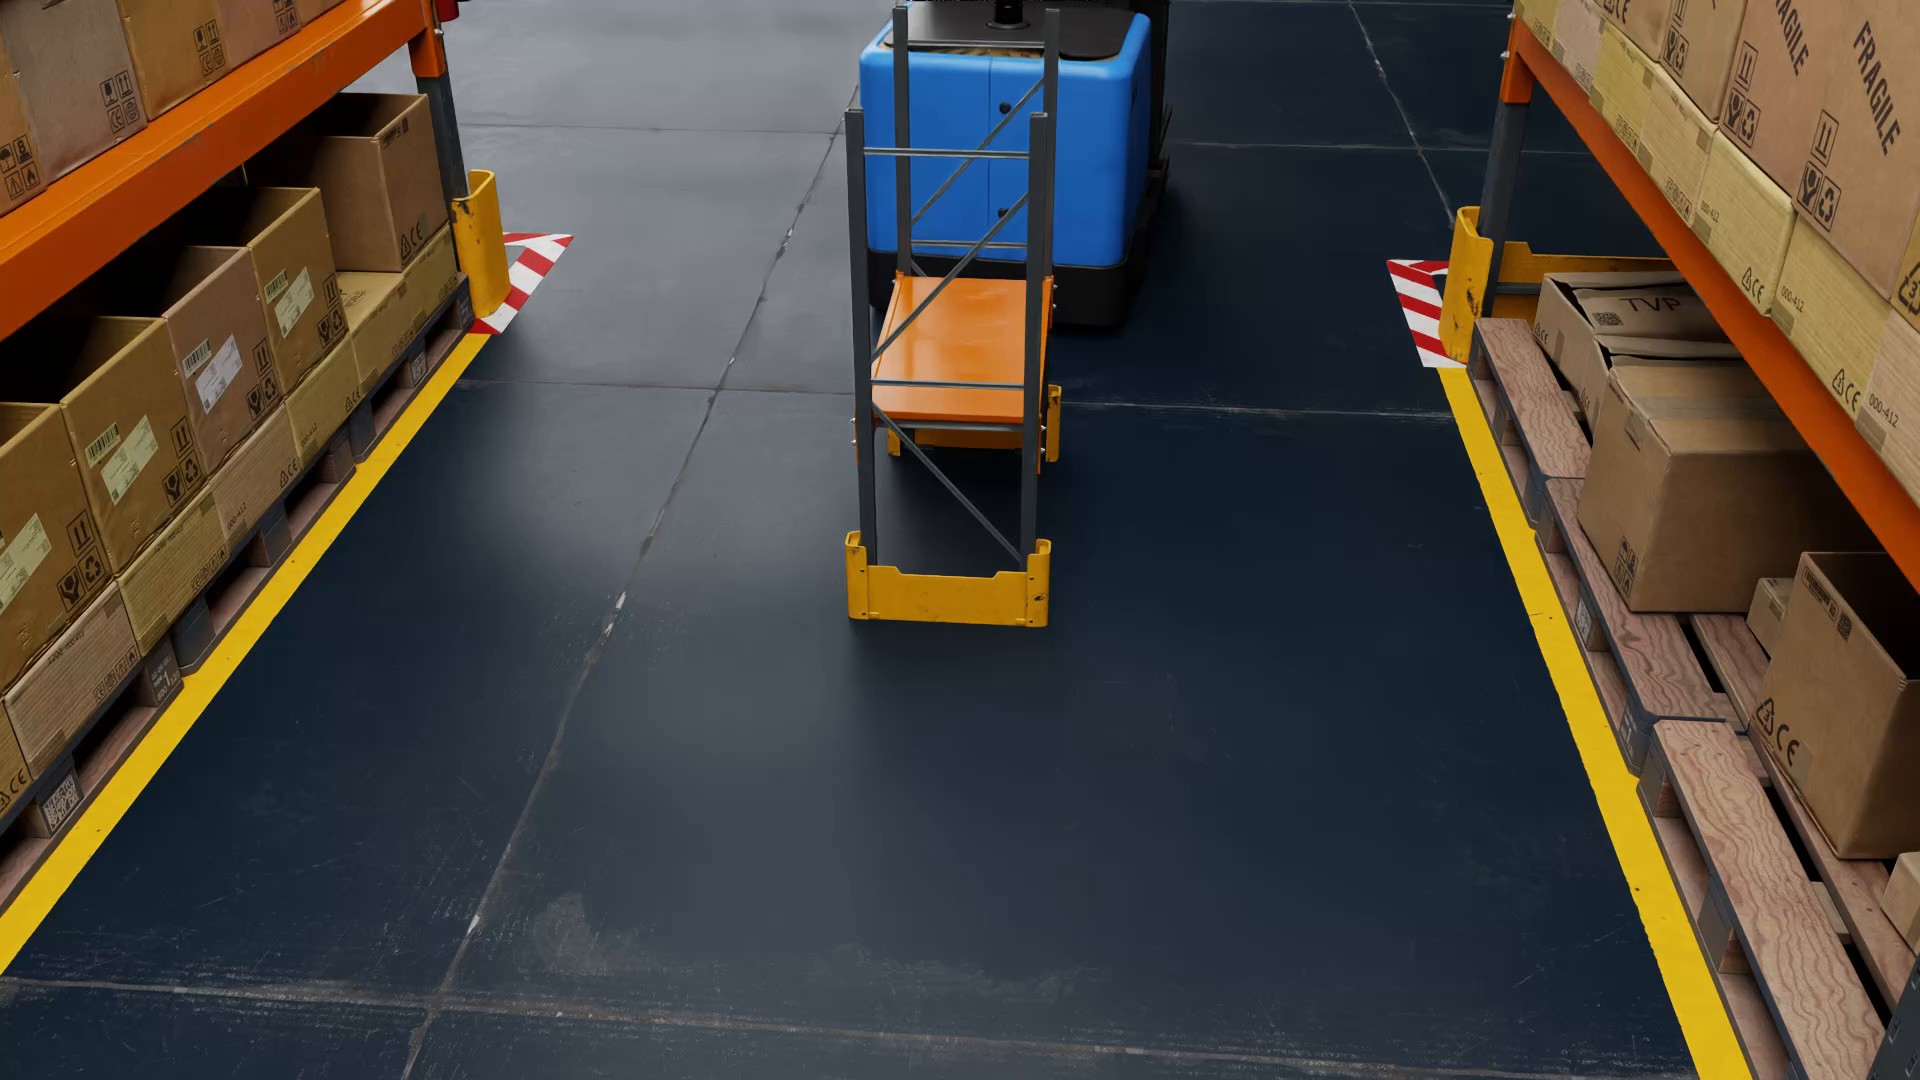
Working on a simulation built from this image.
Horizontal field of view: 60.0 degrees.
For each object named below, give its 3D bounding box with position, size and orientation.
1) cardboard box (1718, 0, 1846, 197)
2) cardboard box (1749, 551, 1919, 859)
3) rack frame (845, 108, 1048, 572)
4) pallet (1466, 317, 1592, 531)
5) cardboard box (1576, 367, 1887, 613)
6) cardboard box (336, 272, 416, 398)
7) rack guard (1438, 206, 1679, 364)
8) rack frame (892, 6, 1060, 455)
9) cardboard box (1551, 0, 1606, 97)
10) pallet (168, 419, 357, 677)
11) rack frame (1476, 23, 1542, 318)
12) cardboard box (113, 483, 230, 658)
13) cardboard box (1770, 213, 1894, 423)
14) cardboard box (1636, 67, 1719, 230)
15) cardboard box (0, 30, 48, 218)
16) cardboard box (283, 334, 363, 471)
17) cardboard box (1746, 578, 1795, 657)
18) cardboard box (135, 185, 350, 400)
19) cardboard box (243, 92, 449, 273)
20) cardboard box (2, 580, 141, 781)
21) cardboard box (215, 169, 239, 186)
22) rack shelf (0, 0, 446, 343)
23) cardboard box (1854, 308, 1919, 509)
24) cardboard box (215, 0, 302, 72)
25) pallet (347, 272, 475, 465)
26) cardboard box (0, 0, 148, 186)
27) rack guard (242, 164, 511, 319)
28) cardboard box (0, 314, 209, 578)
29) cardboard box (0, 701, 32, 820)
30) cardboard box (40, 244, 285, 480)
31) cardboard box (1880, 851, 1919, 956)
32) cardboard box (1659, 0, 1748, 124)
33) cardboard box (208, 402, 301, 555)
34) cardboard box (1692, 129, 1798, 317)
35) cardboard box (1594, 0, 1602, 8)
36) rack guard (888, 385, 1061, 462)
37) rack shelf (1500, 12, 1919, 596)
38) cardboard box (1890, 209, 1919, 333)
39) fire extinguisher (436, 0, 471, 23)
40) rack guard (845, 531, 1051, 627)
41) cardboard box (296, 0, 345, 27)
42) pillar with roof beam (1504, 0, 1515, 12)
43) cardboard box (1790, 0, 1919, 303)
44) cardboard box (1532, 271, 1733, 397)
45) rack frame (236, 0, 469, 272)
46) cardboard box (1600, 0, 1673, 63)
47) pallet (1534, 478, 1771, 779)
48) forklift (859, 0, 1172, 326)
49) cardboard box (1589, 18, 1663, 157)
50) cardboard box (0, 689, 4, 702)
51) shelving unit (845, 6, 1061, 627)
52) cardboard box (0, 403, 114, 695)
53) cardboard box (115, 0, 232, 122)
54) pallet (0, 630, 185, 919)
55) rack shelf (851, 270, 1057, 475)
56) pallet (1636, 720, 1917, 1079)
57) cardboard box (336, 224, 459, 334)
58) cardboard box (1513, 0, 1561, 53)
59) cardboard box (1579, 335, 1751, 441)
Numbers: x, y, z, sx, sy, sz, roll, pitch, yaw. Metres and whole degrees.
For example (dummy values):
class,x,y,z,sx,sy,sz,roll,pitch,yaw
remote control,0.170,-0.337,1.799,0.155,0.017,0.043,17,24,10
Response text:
class,x,y,z,sx,sy,sz,roll,pitch,yaw
cardboard box,1.964,-1.014,3.446,0.500,0.500,0.500,2,32,3
cardboard box,2.192,0.367,3.759,0.500,0.500,0.500,0,32,0
rack frame,-0.034,-0.417,4.498,0.500,1.500,0.032,2,32,4
pallet,2.366,-0.407,5.710,1.003,0.211,1.213,2,32,4
cardboard box,2.171,-0.143,4.586,0.700,0.500,0.500,1,32,1
cardboard box,-2.242,-0.720,5.780,0.500,0.250,0.500,2,32,4
rack guard,2.467,-0.954,6.321,1.175,0.500,0.348,2,32,4
rack frame,0.048,-0.949,5.360,0.500,1.500,0.032,2,32,4
cardboard box,2.089,-1.488,4.930,0.500,0.250,0.500,2,32,2
pallet,-2.587,-0.042,5.117,1.003,0.211,1.213,2,32,4
rack frame,2.473,-2.058,5.730,1.000,3.000,0.127,2,32,4
cardboard box,-2.358,0.064,4.507,0.500,0.250,0.500,2,32,4
cardboard box,1.933,-0.431,3.215,0.500,0.250,0.500,3,32,4
cardboard box,1.998,-0.958,4.069,0.500,0.250,0.500,3,32,4
cardboard box,-2.679,-0.989,3.900,0.700,0.500,0.500,3,32,5
cardboard box,-2.281,-0.459,5.356,0.500,0.250,0.500,2,32,4
cardboard box,2.298,0.225,4.324,0.380,0.149,0.250,0,32,0
cardboard box,-2.278,-0.778,5.159,0.500,0.500,0.500,2,32,4
cardboard box,-2.211,-1.301,6.009,0.500,0.500,0.500,2,32,4
cardboard box,-2.404,0.325,4.083,0.500,0.250,0.500,2,32,4
cardboard box,-2.769,-1.062,5.620,0.500,0.500,0.500,2,32,4
rack shelf,-2.627,-0.915,4.562,1.077,0.370,4.000,2,32,4
cardboard box,1.884,-0.171,2.793,0.500,0.250,0.500,3,32,4
cardboard box,-2.553,-1.791,5.202,0.700,0.500,0.500,3,32,5
pallet,-2.485,-0.678,6.150,1.003,0.211,1.213,2,32,4
cardboard box,-2.638,-1.257,4.335,0.700,0.500,0.500,3,32,5
rack guard,-2.462,-1.216,6.746,1.175,0.500,0.348,2,32,4
cardboard box,-2.359,-0.255,4.311,0.500,0.500,0.500,2,32,4
cardboard box,-2.450,0.587,3.659,0.500,0.250,0.500,2,32,4
cardboard box,-2.320,-0.517,4.735,0.500,0.500,0.500,2,32,4
cardboard box,2.161,0.772,3.420,0.380,0.166,0.250,-2,32,-2
cardboard box,2.006,-1.286,3.887,0.500,0.500,0.500,3,32,6
cardboard box,-2.324,-0.197,4.932,0.500,0.250,0.500,2,32,4
cardboard box,1.958,-0.695,3.643,0.500,0.250,0.500,2,32,4
cardboard box,2.085,-1.827,4.764,0.500,0.500,0.500,3,32,4
rack guard,0.047,-0.407,5.672,0.587,0.250,0.087,2,32,4
rack shelf,2.310,-0.705,4.221,1.077,0.370,4.000,2,32,4
cardboard box,1.878,-0.490,2.596,0.500,0.500,0.500,2,32,4
fire extinguisher,-1.992,-2.276,6.158,0.296,0.674,0.183,2,32,4
rack guard,-0.034,0.114,4.827,0.587,0.250,0.087,2,32,4
cardboard box,-2.515,-2.066,5.648,0.700,0.500,0.500,2,32,4
pillar with roof beam,-0.524,-7.530,8.891,9.100,9.000,0.400,2,32,4
cardboard box,1.913,-0.751,3.019,0.500,0.500,0.500,2,32,4
cardboard box,2.327,-0.742,5.739,0.500,0.311,0.500,-1,32,-2
rack frame,-2.464,-2.267,6.070,1.000,3.000,0.127,2,32,4
cardboard box,2.036,-1.557,4.326,0.500,0.500,0.500,1,32,2
pallet,2.264,0.229,4.677,1.003,0.211,1.213,2,32,4
forklift,0.393,-2.841,7.067,1.130,2.935,3.031,6,32,9
cardboard box,2.042,-1.222,4.498,0.500,0.250,0.500,2,32,3
cardboard box,-2.440,0.268,3.462,0.500,0.500,0.500,2,32,4
shelving unit,0.006,-0.678,4.921,0.587,1.500,1.083,2,32,4
cardboard box,-2.407,0.006,3.887,0.500,0.500,0.500,2,32,4
cardboard box,-2.599,-1.532,4.781,0.700,0.500,0.500,3,32,4
pallet,-2.684,0.597,4.079,1.003,0.211,1.213,2,32,4
rack shelf,0.007,-0.530,5.023,0.538,0.185,1.000,2,32,4
pallet,2.167,0.869,3.639,1.003,0.211,1.213,2,32,4
cardboard box,-2.214,-0.982,6.205,0.500,0.250,0.500,2,32,4
cardboard box,2.117,-1.761,5.372,0.500,0.250,0.500,2,32,3
cardboard box,2.281,-0.444,5.255,0.500,0.311,0.500,5,32,8
